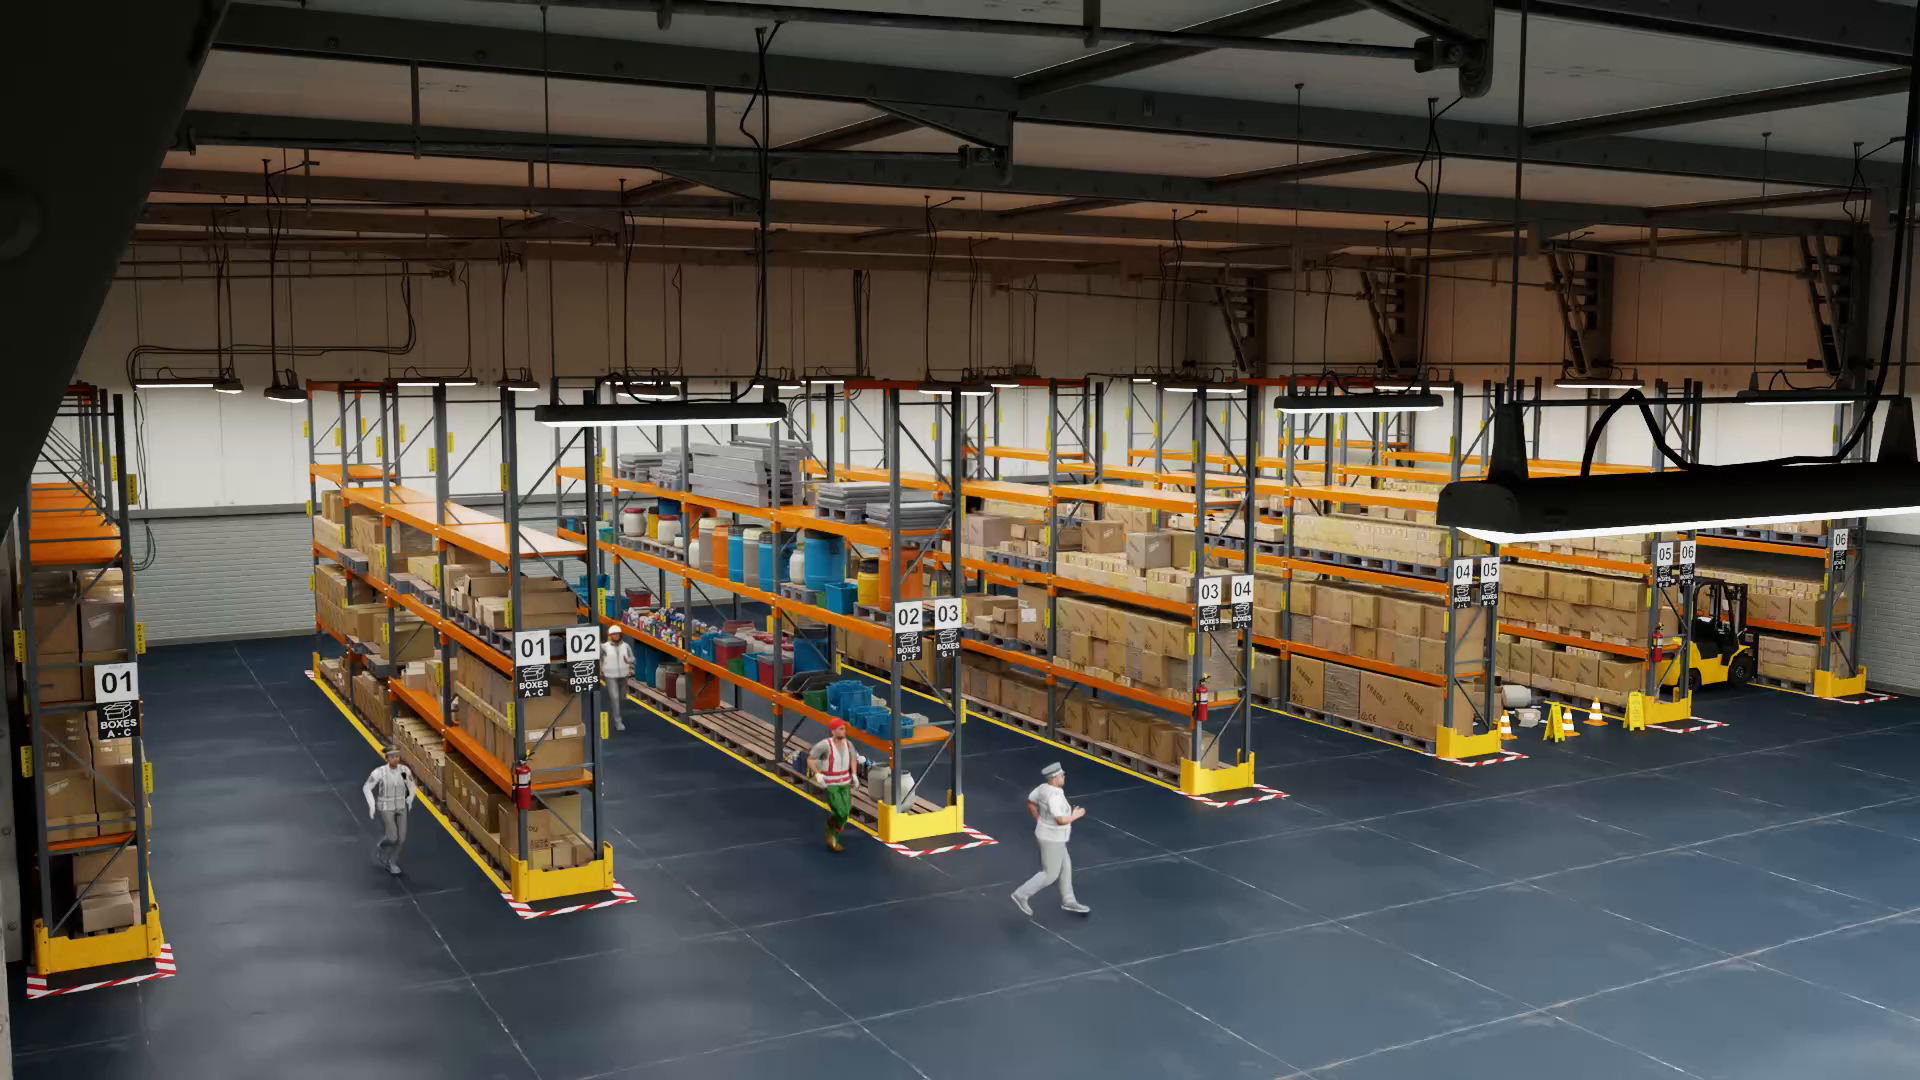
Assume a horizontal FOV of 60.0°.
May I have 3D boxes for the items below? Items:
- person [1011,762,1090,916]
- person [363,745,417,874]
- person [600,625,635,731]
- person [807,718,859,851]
[{"bbox_3d":[1.069,3.412,18.984,0.881,1.769,0.683,-1,6,-9],"label":"person"},{"bbox_3d":[-7.007,3.332,20.568,0.603,1.643,0.575,-5,8,-38],"label":"person"},{"bbox_3d":[-5.973,2.357,28.891,0.656,1.758,0.970,-4,7,-30],"label":"person"},{"bbox_3d":[-1.566,3.177,21.527,0.684,1.743,0.522,-5,8,-38],"label":"person"}]
